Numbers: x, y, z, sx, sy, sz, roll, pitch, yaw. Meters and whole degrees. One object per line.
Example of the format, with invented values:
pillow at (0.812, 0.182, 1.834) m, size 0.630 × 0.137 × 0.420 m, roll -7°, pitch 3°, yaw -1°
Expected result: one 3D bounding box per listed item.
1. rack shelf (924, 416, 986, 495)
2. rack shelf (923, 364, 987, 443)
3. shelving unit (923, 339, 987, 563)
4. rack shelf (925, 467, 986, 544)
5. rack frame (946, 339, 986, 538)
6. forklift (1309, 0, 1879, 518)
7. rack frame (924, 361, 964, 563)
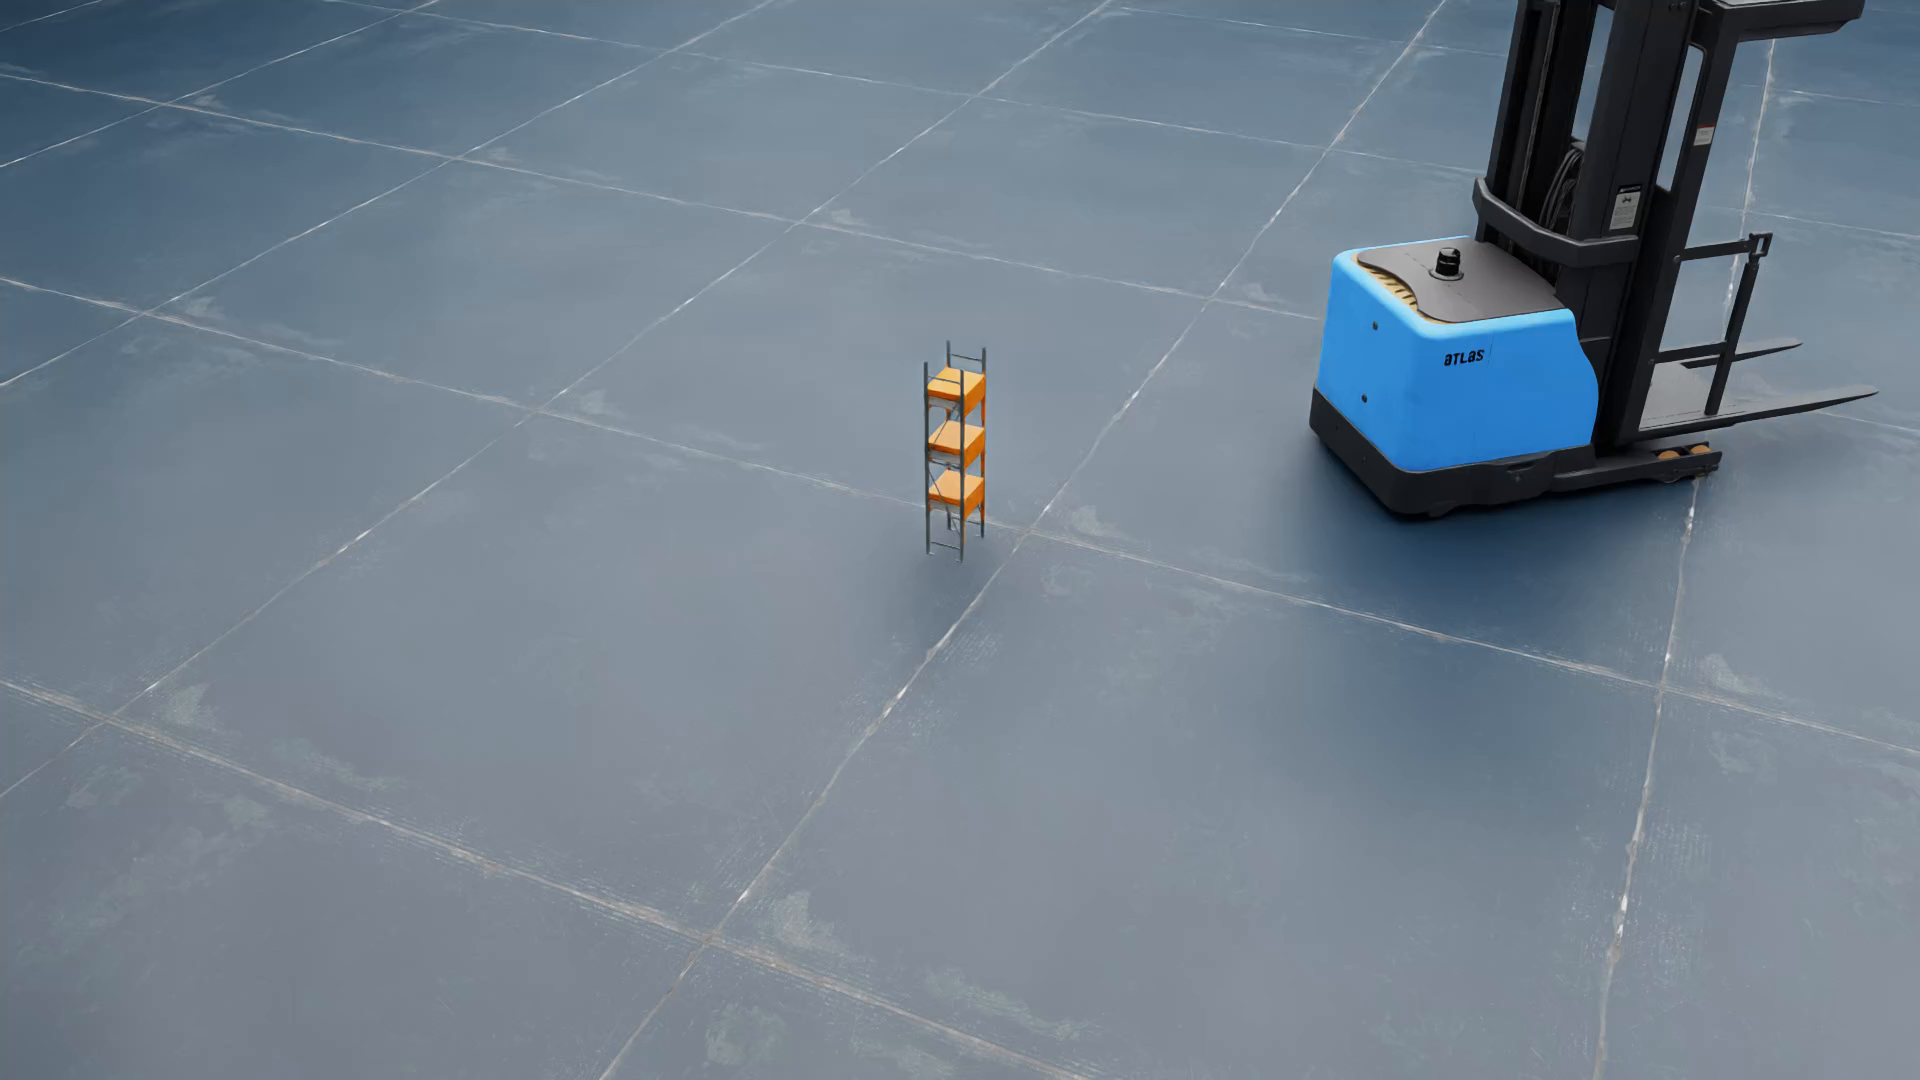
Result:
rack shelf at (-0.022, -0.404, 7.927) m, size 0.215 × 0.259 × 0.240 m, roll 14°, pitch 36°, yaw 20°
rack shelf at (-0.022, -0.641, 7.772) m, size 0.215 × 0.259 × 0.240 m, roll 14°, pitch 36°, yaw 20°
shelving unit at (-0.022, -0.412, 7.921) m, size 0.215 × 1.050 × 0.252 m, roll 14°, pitch 36°, yaw 20°
rack shelf at (-0.022, -0.171, 8.080) m, size 0.215 × 0.259 × 0.240 m, roll 14°, pitch 36°, yaw 20°
rack frame at (0.029, -0.473, 8.014) m, size 0.200 × 1.050 × 0.008 m, roll 14°, pitch 36°, yaw 20°
forklift at (3.480, -1.793, 8.311) m, size 3.031 × 2.935 × 1.130 m, roll -9°, pitch 34°, yaw -14°
rack frame at (-0.073, -0.352, 7.829) m, size 0.200 × 1.050 × 0.008 m, roll 14°, pitch 36°, yaw 20°
